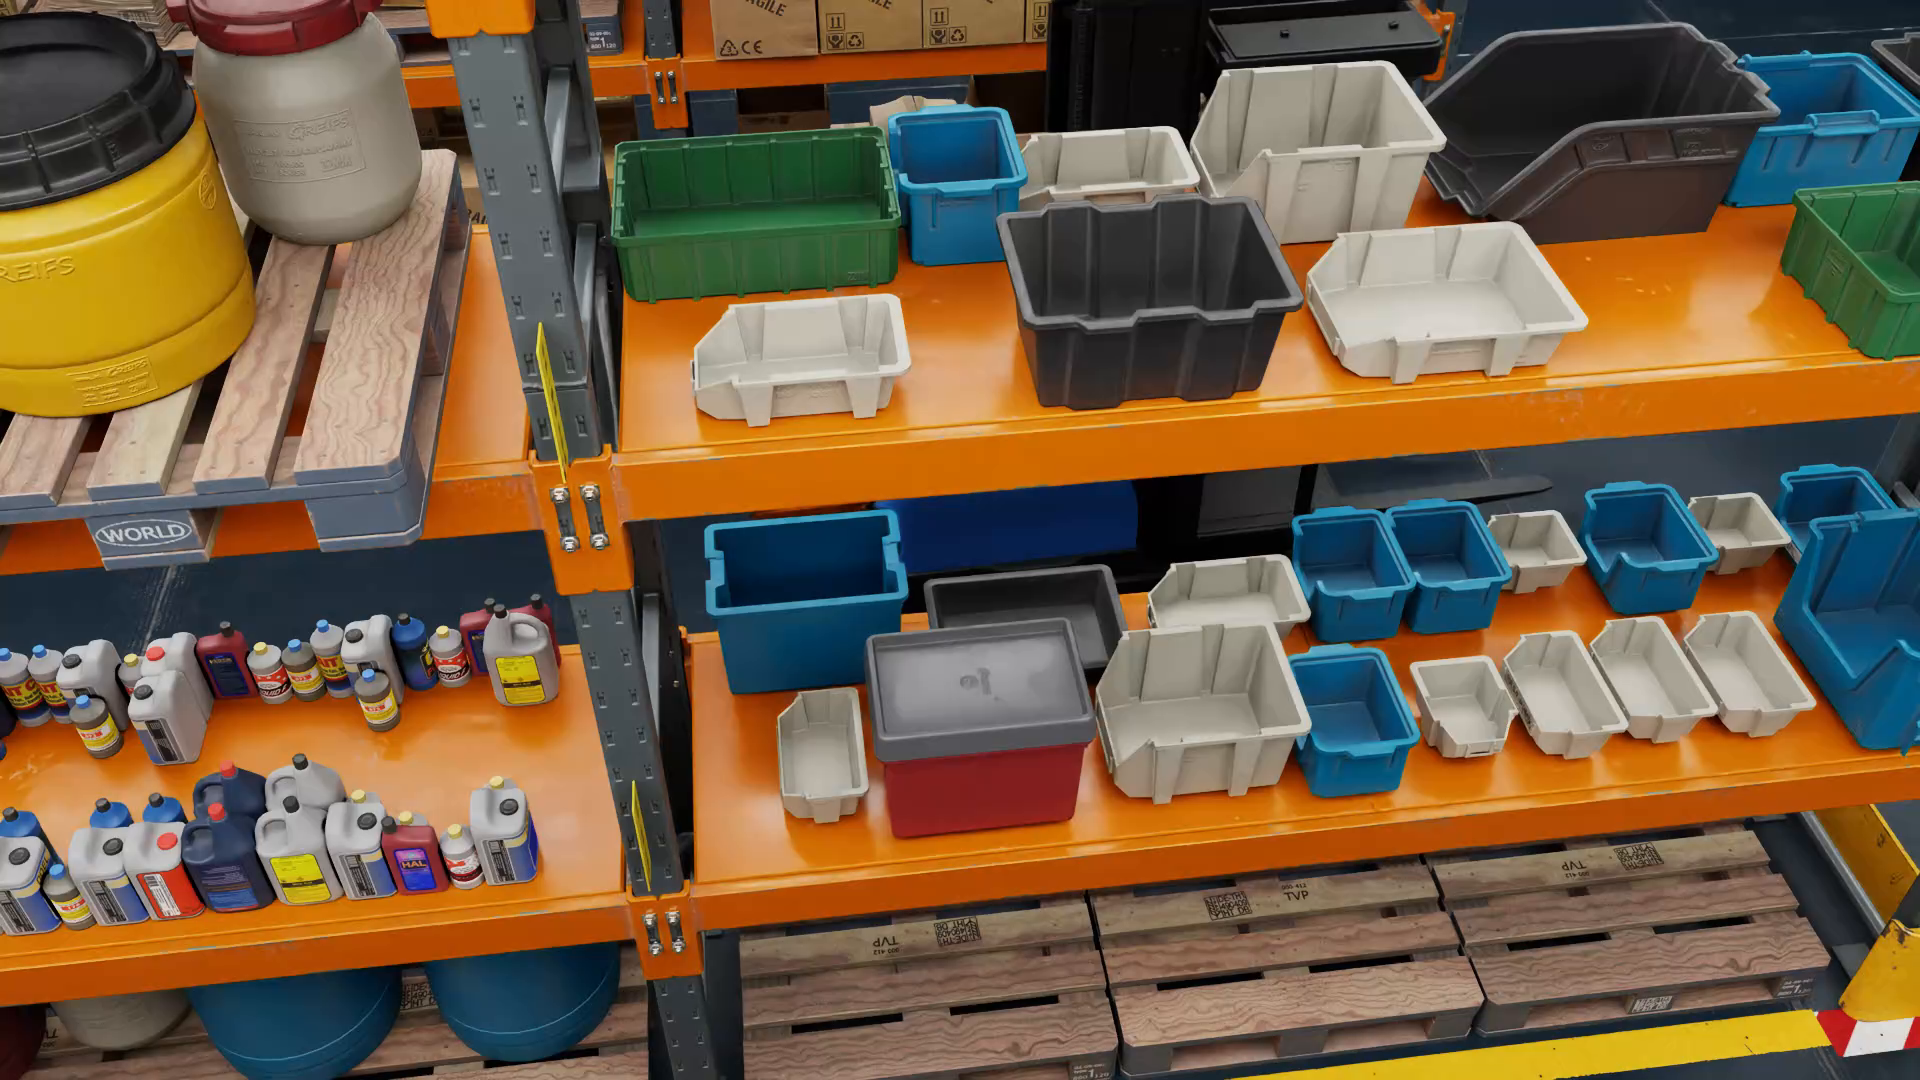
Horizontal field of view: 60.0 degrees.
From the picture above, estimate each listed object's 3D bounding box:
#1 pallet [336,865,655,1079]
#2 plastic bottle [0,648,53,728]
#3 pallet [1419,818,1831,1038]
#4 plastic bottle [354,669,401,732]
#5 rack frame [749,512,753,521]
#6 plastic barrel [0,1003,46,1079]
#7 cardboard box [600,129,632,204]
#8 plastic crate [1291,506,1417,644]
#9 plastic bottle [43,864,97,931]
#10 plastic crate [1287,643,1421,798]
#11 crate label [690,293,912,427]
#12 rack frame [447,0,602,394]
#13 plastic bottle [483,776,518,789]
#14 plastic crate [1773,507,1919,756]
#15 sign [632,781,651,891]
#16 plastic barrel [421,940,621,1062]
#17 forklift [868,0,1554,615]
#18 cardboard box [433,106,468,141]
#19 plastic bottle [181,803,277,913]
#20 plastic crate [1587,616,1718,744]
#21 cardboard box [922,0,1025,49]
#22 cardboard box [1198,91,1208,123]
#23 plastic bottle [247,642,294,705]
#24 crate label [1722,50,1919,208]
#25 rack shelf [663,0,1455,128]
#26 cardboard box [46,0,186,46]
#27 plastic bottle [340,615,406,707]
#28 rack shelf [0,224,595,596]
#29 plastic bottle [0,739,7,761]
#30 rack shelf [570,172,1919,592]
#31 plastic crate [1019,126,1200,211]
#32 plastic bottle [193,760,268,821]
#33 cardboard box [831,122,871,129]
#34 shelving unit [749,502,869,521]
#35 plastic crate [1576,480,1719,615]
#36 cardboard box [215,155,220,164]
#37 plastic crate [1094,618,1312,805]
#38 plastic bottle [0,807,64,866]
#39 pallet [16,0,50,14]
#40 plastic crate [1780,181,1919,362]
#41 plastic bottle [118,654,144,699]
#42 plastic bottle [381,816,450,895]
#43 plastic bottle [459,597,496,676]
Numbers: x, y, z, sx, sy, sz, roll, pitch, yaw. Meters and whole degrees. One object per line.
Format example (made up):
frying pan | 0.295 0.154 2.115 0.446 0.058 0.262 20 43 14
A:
pallet | -1.642 1.560 5.578 1.213 0.211 1.003 -5 42 -6
plastic bottle | -2.743 0.421 4.855 0.097 0.271 0.097 0 42 0
pallet | 2.272 1.219 5.956 1.213 0.211 1.003 -5 42 -6
plastic bottle | -1.708 0.459 4.865 0.097 0.201 0.097 0 42 0
rack frame | -0.897 -0.335 6.941 0.015 1.200 0.240 -6 42 -7
plastic barrel | -3.235 1.420 5.138 0.708 0.588 0.600 -5 42 -6
cardboard box | -1.962 -1.807 8.767 0.500 0.500 0.500 -5 42 -6
plastic crate | 1.204 0.121 5.172 0.300 0.233 0.416 -5 42 -6
plastic bottle | -2.327 0.923 4.350 0.097 0.201 0.097 0 42 0
plastic crate | 1.092 0.526 4.722 0.300 0.233 0.416 -5 42 -6
crate label | -0.349 -0.381 3.606 0.466 0.136 0.293 -5 42 -6
rack frame | -0.871 -1.742 2.678 0.127 3.000 1.000 -5 42 -6
plastic bottle | -1.255 0.727 4.568 0.097 0.201 0.097 0 42 0
plastic crate | 2.787 0.256 4.871 0.499 0.435 0.616 -5 42 -6
sign | -0.802 0.748 4.190 0.005 0.325 0.100 -5 42 -6
plastic barrel | -1.413 1.144 5.210 0.708 0.901 0.600 -5 42 -6
forklift | 1.097 -1.212 6.621 3.031 2.935 1.130 -6 42 -7
cardboard box | -2.548 -2.106 9.098 0.500 0.500 0.500 -4 42 -5
plastic bottle | -1.924 0.817 4.357 0.185 0.351 0.144 -5 42 -6
plastic crate | 2.021 0.420 4.912 0.243 0.136 0.396 -5 42 -6
cardboard box | 0.035 -2.794 8.248 0.500 0.500 0.500 -5 42 -6
cardboard box | 1.385 -2.392 9.602 0.500 0.250 0.500 -5 42 -6
plastic bottle | -2.054 0.387 4.945 0.097 0.201 0.097 0 42 0
crate label | 2.138 -1.055 4.267 0.502 0.251 0.408 -5 42 -6
rack shelf | 0.473 -2.711 8.769 4.000 0.370 1.077 -5 42 -6
cardboard box | -3.935 -2.733 7.867 0.500 0.500 0.700 2 42 3
plastic bottle | -1.742 0.350 4.930 0.135 0.276 0.152 -5 42 -6
rack shelf | -2.854 -0.188 3.731 4.000 0.370 1.077 -5 42 -6
plastic bottle | -2.821 0.525 4.739 0.097 0.271 0.097 0 42 0
rack shelf | 1.112 -0.535 4.117 4.000 0.370 1.077 -5 42 -6
plastic crate | 0.341 -0.894 4.174 0.466 0.136 0.293 -5 42 -6
plastic bottle | -1.942 0.721 4.463 0.185 0.351 0.144 -5 42 -6
cardboard box | -0.618 -2.220 9.487 0.250 0.149 0.380 -5 42 -6
shelving unit | -0.656 -0.362 6.971 0.503 1.200 0.258 -6 42 -7
plastic crate | 2.155 0.038 5.264 0.300 0.233 0.416 -5 42 -6
cardboard box | -3.971 -1.632 8.572 0.500 0.500 0.500 -6 42 -6
plastic crate | 0.667 0.497 4.719 0.530 0.282 0.437 -5 42 -6
plastic bottle | -2.480 0.808 4.426 0.097 0.271 0.097 0 42 0
pallet | -4.813 -2.492 8.131 1.003 0.211 1.213 -5 42 -6
plastic crate | 2.154 -0.622 3.834 0.336 0.188 0.450 -5 42 -6
plastic bottle | -2.416 0.418 4.910 0.097 0.201 0.097 0 42 0
plastic bottle | -1.444 0.828 4.395 0.133 0.283 0.061 -5 42 -6
plastic bottle | -1.422 0.289 4.993 0.133 0.283 0.061 -5 42 -6
